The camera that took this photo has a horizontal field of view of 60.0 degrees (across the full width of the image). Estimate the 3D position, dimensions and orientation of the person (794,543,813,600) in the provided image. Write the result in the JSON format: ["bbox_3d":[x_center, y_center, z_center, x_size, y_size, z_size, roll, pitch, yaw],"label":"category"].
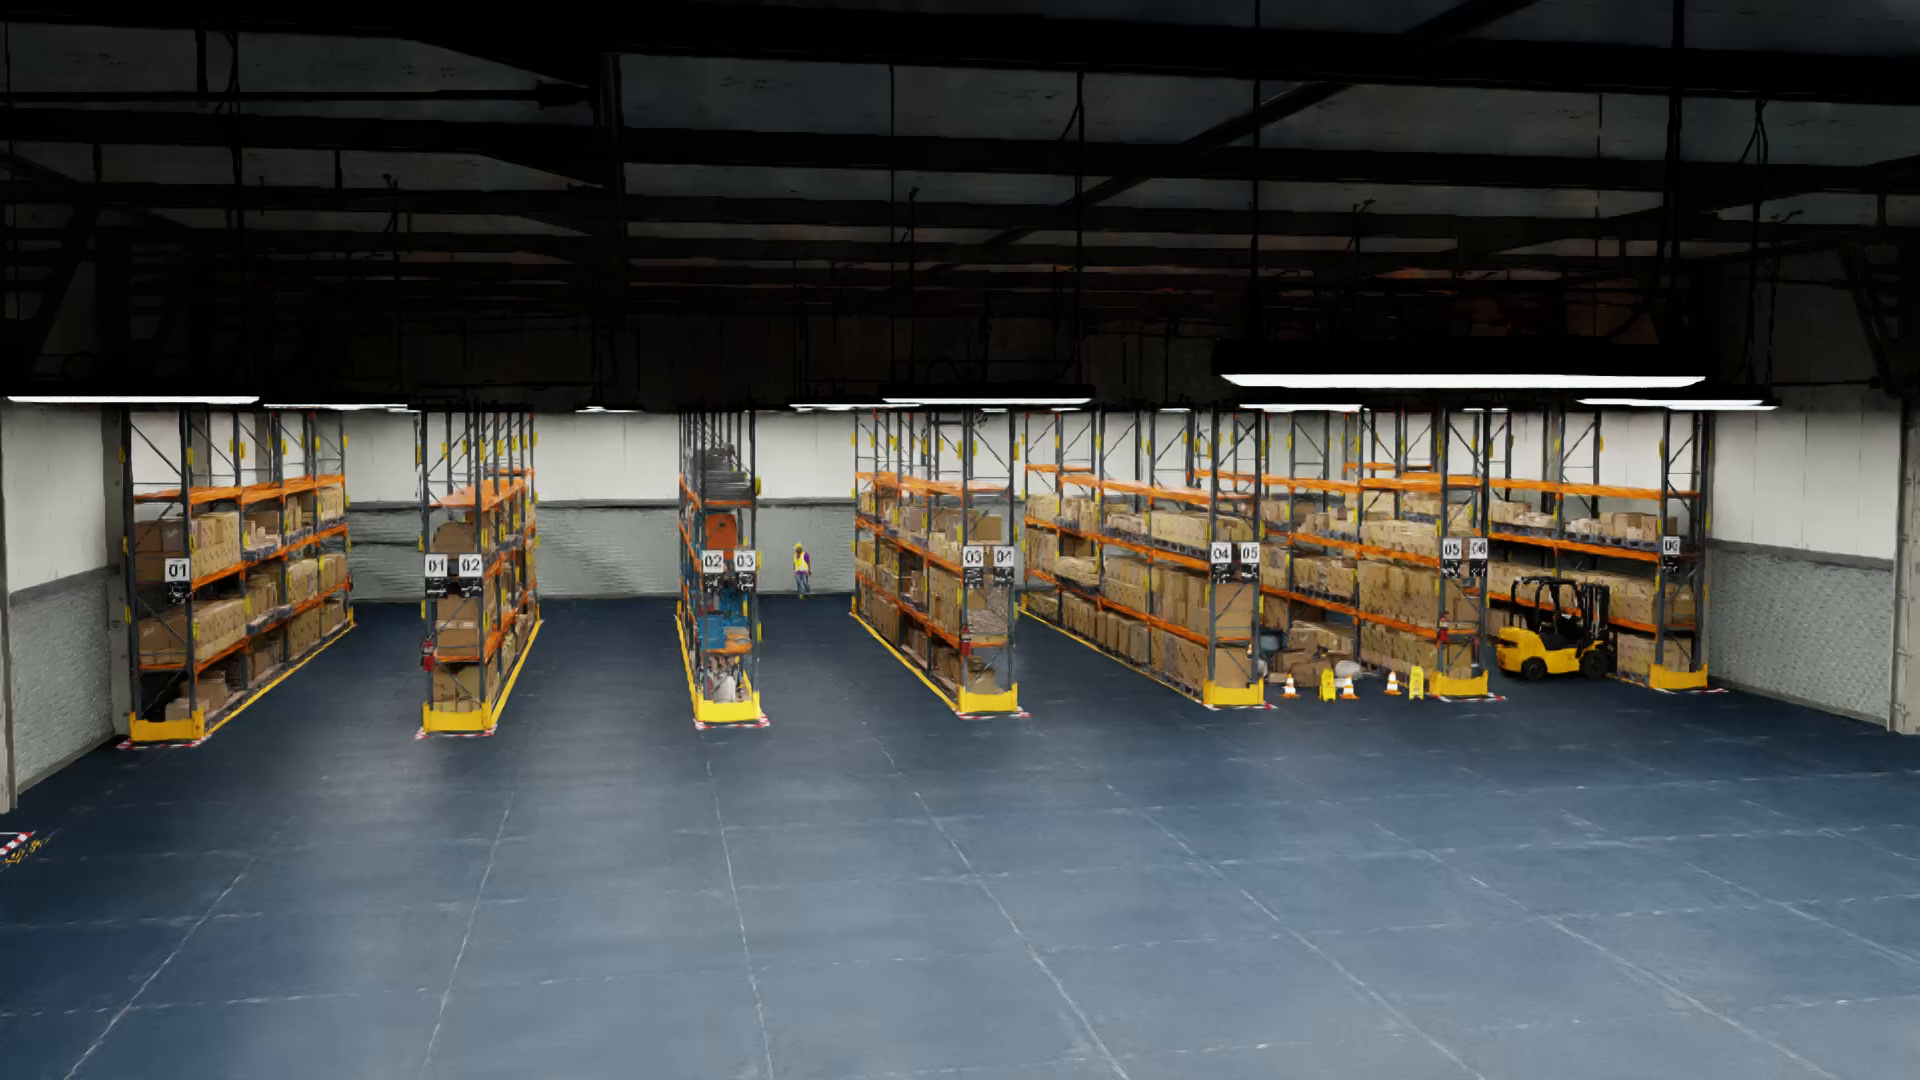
[{"bbox_3d":[-4.878,0.964,51.555,0.609,1.753,0.568,2,5,25],"label":"person"}]

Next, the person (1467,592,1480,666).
[{"bbox_3d":[11.675,2.018,37.926,0.521,1.672,0.533,1,4,14],"label":"person"}]

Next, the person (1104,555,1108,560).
[{"bbox_3d":[4.193,1.271,47.782,0.408,1.680,0.538,-4,6,-41],"label":"person"}]
